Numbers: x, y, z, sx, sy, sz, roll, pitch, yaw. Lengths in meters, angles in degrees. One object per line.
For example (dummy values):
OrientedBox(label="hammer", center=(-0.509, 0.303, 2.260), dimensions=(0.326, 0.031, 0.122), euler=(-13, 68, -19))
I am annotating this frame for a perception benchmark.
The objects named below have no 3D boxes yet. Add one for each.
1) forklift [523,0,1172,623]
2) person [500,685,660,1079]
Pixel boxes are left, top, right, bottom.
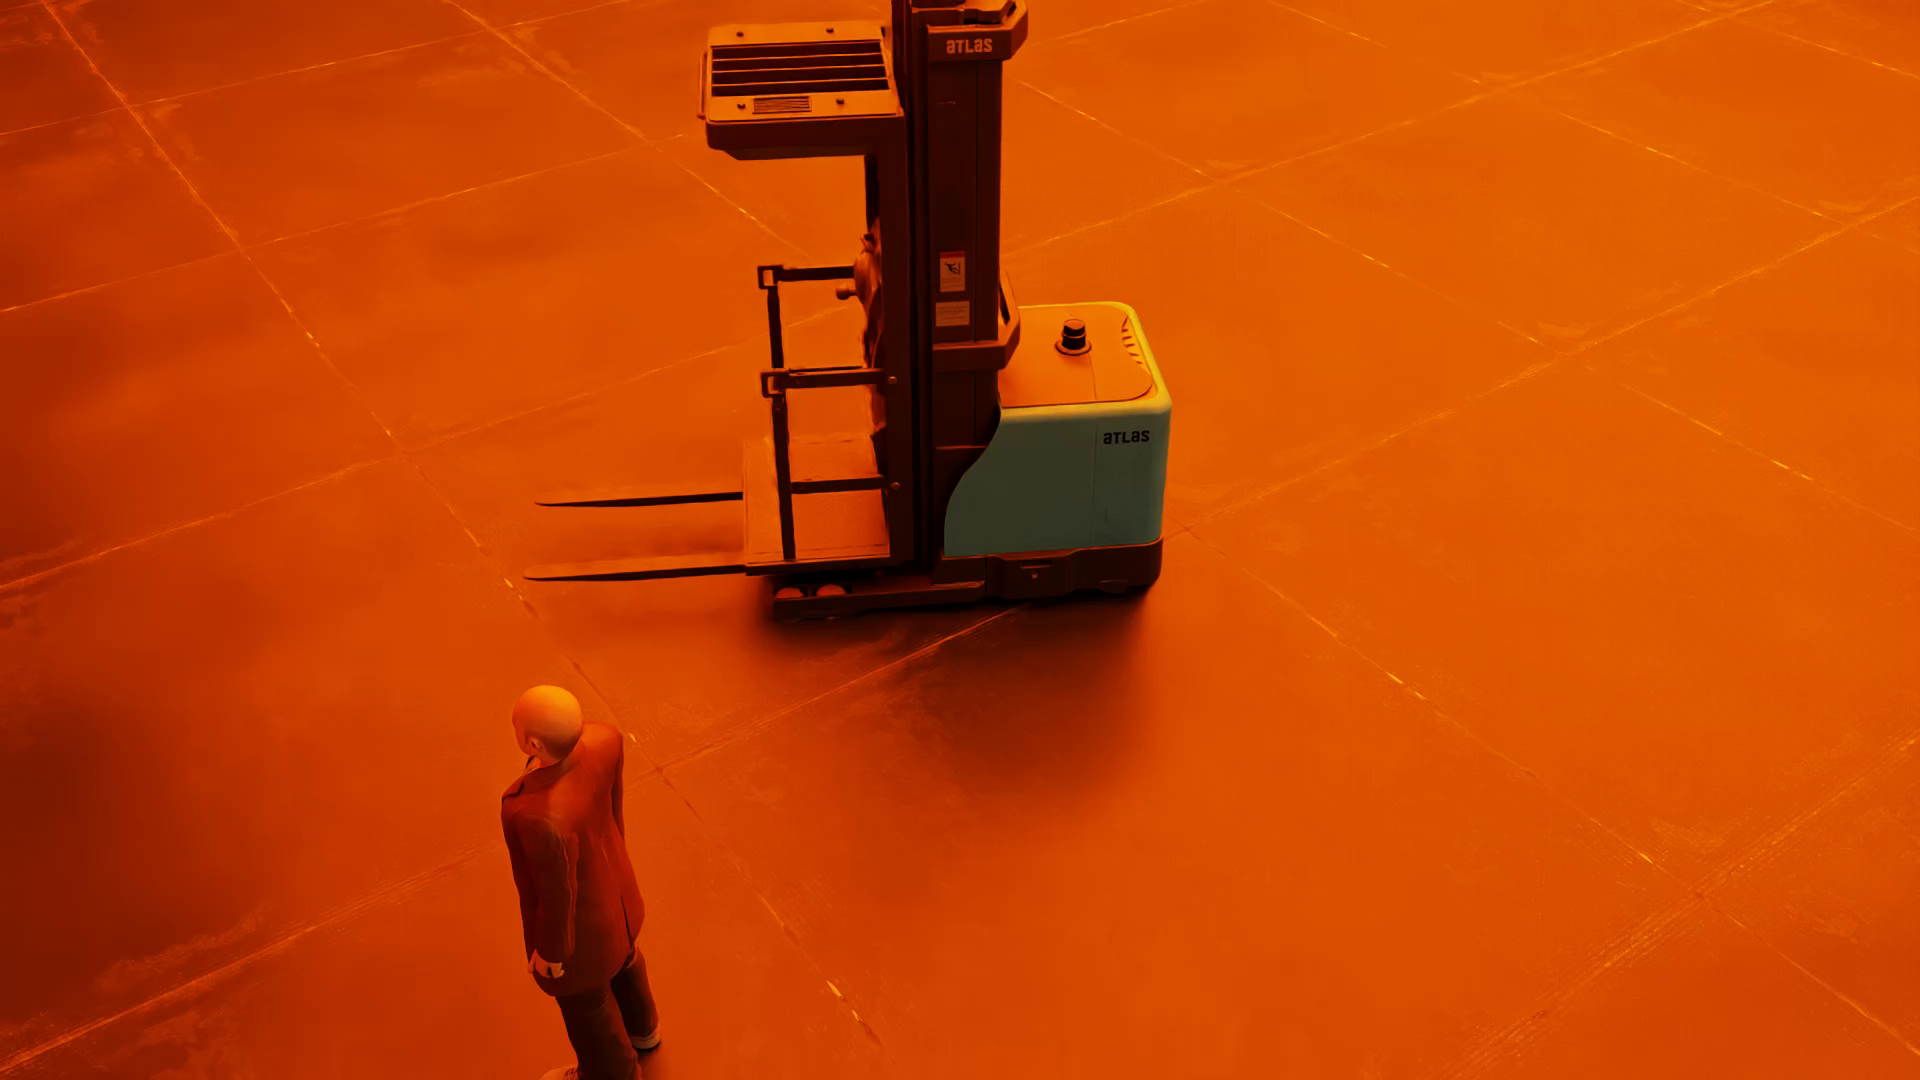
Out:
OrientedBox(label="forklift", center=(-0.582, -1.120, 7.459), dimensions=(3.031, 2.935, 1.130), euler=(-4, 37, -5))
OrientedBox(label="person", center=(-1.266, 1.149, 5.358), dimensions=(0.393, 1.782, 0.550), euler=(7, 37, 10))
